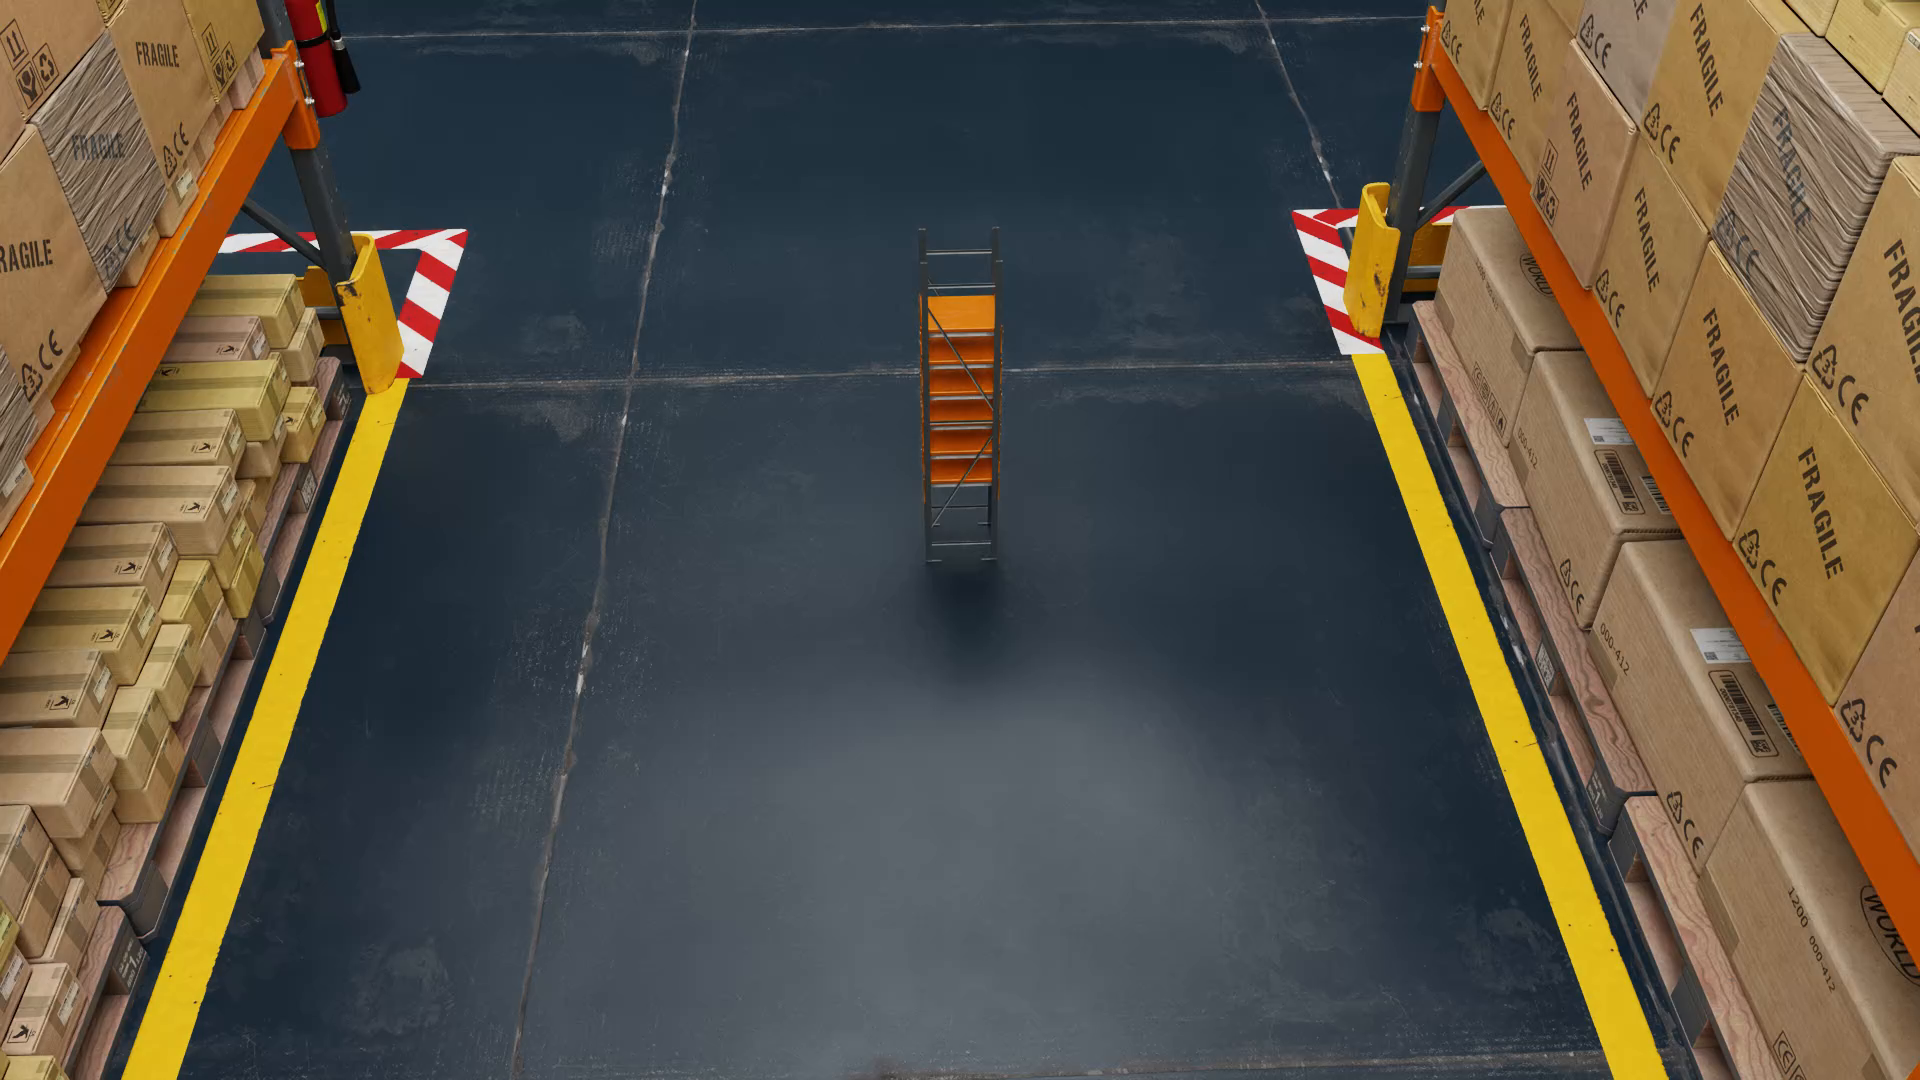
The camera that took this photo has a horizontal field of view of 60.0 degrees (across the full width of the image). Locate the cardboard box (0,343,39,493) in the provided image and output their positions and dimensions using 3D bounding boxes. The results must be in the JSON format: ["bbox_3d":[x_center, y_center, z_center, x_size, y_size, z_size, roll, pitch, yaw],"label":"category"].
[{"bbox_3d":[-2.391,-0.278,3.539,0.500,0.500,0.500,-2,43,-3],"label":"cardboard box"}]

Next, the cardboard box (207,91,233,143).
[{"bbox_3d":[-2.509,-1.341,5.179,0.380,0.149,0.250,-2,43,-2],"label":"cardboard box"}]

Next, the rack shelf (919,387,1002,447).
[{"bbox_3d":[0.001,-0.400,5.364,0.258,0.103,0.180,-2,43,-2],"label":"rack shelf"}]

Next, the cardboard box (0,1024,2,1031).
[{"bbox_3d":[-2.368,1.136,3.649,0.380,0.149,0.250,0,43,0],"label":"cardboard box"}]

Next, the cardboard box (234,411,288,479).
[{"bbox_3d":[-2.447,-0.330,5.469,0.380,0.149,0.250,-3,43,-4],"label":"cardboard box"}]

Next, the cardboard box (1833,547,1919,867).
[{"bbox_3d":[2.058,0.332,3.093,0.500,0.500,0.500,-1,43,-1],"label":"cardboard box"}]

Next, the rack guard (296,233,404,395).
[{"bbox_3d":[-2.775,-0.842,6.299,1.175,0.500,0.348,-2,43,-2],"label":"rack guard"}]

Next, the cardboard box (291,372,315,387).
[{"bbox_3d":[-2.547,-0.569,5.950,0.380,0.149,0.250,-1,43,-1],"label":"cardboard box"}]

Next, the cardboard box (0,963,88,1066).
[{"bbox_3d":[-2.376,1.180,4.041,0.380,0.149,0.250,-2,43,-2],"label":"cardboard box"}]

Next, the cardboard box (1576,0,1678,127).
[{"bbox_3d":[1.958,-1.403,4.246,0.500,0.500,0.500,-2,43,-2],"label":"cardboard box"}]

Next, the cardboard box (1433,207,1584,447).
[{"bbox_3d":[2.291,-0.793,5.980,0.875,0.438,0.875,-3,43,-3],"label":"cardboard box"}]

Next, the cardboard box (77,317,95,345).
[{"bbox_3d":[-2.515,-0.638,4.412,0.380,0.149,0.250,-3,43,-4],"label":"cardboard box"}]

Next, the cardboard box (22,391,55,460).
[{"bbox_3d":[-2.455,-0.290,4.032,0.380,0.149,0.250,0,43,0],"label":"cardboard box"}]

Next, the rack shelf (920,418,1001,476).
[{"bbox_3d":[0.001,-0.311,5.445,0.258,0.103,0.180,-2,43,-2],"label":"rack shelf"}]

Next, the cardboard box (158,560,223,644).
[{"bbox_3d":[-2.419,0.193,4.898,0.380,0.149,0.250,0,43,0],"label":"cardboard box"}]

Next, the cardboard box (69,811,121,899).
[{"bbox_3d":[-2.483,0.830,4.424,0.380,0.149,0.250,-3,43,-4],"label":"cardboard box"}]

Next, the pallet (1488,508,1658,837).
[{"bbox_3d":[2.324,0.362,5.199,1.003,0.211,1.213,-2,43,-2],"label":"pallet"}]

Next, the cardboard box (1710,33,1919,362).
[{"bbox_3d":[1.993,-0.727,3.509,0.500,0.500,0.500,-1,43,-1],"label":"cardboard box"}]

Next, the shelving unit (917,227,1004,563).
[{"bbox_3d":[0.001,-0.433,5.334,0.258,1.200,0.189,-2,43,-2],"label":"shelving unit"}]

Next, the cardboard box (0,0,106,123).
[{"bbox_3d":[-2.457,-1.335,3.953,0.500,0.500,0.500,0,43,0],"label":"cardboard box"}]

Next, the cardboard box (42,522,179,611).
[{"bbox_3d":[-2.496,0.092,4.789,0.380,0.149,0.250,-3,43,-3],"label":"cardboard box"}]

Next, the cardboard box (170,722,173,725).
[{"bbox_3d":[-2.486,0.477,4.809,0.380,0.149,0.250,-1,43,-1],"label":"cardboard box"}]

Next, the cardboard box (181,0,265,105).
[{"bbox_3d":[-2.502,-1.666,5.053,0.500,0.500,0.500,-1,43,-1],"label":"cardboard box"}]

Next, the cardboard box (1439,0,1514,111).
[{"bbox_3d":[1.897,-1.730,5.343,0.500,0.500,0.500,-2,43,-2],"label":"cardboard box"}]

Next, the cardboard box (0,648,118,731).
[{"bbox_3d":[-2.485,0.436,4.414,0.380,0.149,0.250,-3,43,-4],"label":"cardboard box"}]

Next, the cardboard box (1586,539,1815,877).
[{"bbox_3d":[2.375,0.434,4.643,0.875,0.438,0.875,-3,43,-3],"label":"cardboard box"}]

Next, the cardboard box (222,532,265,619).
[{"bbox_3d":[-2.413,0.119,5.200,0.380,0.149,0.250,-3,43,-4],"label":"cardboard box"}]

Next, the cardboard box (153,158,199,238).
[{"bbox_3d":[-2.449,-1.001,4.808,0.380,0.149,0.250,-1,43,-1],"label":"cardboard box"}]

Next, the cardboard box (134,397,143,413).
[{"bbox_3d":[-2.983,-0.382,5.745,0.380,0.149,0.250,-2,43,-2],"label":"cardboard box"}]

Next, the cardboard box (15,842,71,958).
[{"bbox_3d":[-2.459,0.904,4.123,0.380,0.149,0.250,-4,43,-4],"label":"cardboard box"}]

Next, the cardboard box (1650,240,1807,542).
[{"bbox_3d":[1.995,-0.354,3.842,0.500,0.500,0.500,-2,43,-2],"label":"cardboard box"}]

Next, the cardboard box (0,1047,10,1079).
[{"bbox_3d":[-2.404,1.250,3.746,0.380,0.149,0.250,-1,43,-1],"label":"cardboard box"}]

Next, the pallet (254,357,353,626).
[{"bbox_3d":[-2.776,-0.186,5.797,1.003,0.211,1.213,-2,43,-2],"label":"pallet"}]

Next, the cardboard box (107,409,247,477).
[{"bbox_3d":[-2.463,-0.269,5.182,0.380,0.149,0.250,-3,43,-4],"label":"cardboard box"}]

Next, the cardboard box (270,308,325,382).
[{"bbox_3d":[-2.470,-0.680,5.851,0.380,0.149,0.250,-3,43,-3],"label":"cardboard box"}]

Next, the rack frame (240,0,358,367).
[{"bbox_3d":[-2.778,-1.815,5.510,1.000,3.000,0.127,-2,43,-2],"label":"rack frame"}]

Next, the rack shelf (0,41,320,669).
[{"bbox_3d":[-2.693,-0.200,4.280,1.077,0.370,4.000,-2,43,-2],"label":"rack shelf"}]

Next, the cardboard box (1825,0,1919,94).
[{"bbox_3d":[2.011,-1.033,3.363,0.380,0.149,0.250,-2,43,-3],"label":"cardboard box"}]

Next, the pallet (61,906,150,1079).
[{"bbox_3d":[-2.672,1.461,4.000,1.003,0.211,1.213,-2,43,-2],"label":"pallet"}]

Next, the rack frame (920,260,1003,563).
[{"bbox_3d":[0.005,-0.371,5.267,0.240,1.200,0.006,-2,43,-2],"label":"rack frame"}]

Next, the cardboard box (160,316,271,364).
[{"bbox_3d":[-2.549,-0.617,5.562,0.380,0.149,0.250,-1,43,-1],"label":"cardboard box"}]

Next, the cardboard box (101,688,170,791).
[{"bbox_3d":[-2.395,0.545,4.514,0.380,0.149,0.250,-2,43,-2],"label":"cardboard box"}]

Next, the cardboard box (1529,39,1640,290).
[{"bbox_3d":[1.950,-1.045,4.596,0.500,0.500,0.500,-2,43,-2],"label":"cardboard box"}]

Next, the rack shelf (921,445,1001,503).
[{"bbox_3d":[0.001,-0.223,5.526,0.258,0.103,0.180,-2,43,-2],"label":"rack shelf"}]

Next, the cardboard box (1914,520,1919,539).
[{"bbox_3d":[2.037,-0.041,2.761,0.500,0.500,0.500,-2,43,-2],"label":"cardboard box"}]

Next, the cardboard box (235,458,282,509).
[{"bbox_3d":[-2.510,-0.218,5.567,0.380,0.149,0.250,-2,43,-2],"label":"cardboard box"}]

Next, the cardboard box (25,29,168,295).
[{"bbox_3d":[-2.454,-0.976,4.300,0.500,0.500,0.500,-2,43,-2],"label":"cardboard box"}]

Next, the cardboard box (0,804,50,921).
[{"bbox_3d":[-2.462,0.791,4.026,0.380,0.149,0.250,-3,43,-3],"label":"cardboard box"}]

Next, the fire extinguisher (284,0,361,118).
[{"bbox_3d":[-2.328,-1.832,5.862,0.296,0.674,0.183,-2,43,-2],"label":"fire extinguisher"}]
